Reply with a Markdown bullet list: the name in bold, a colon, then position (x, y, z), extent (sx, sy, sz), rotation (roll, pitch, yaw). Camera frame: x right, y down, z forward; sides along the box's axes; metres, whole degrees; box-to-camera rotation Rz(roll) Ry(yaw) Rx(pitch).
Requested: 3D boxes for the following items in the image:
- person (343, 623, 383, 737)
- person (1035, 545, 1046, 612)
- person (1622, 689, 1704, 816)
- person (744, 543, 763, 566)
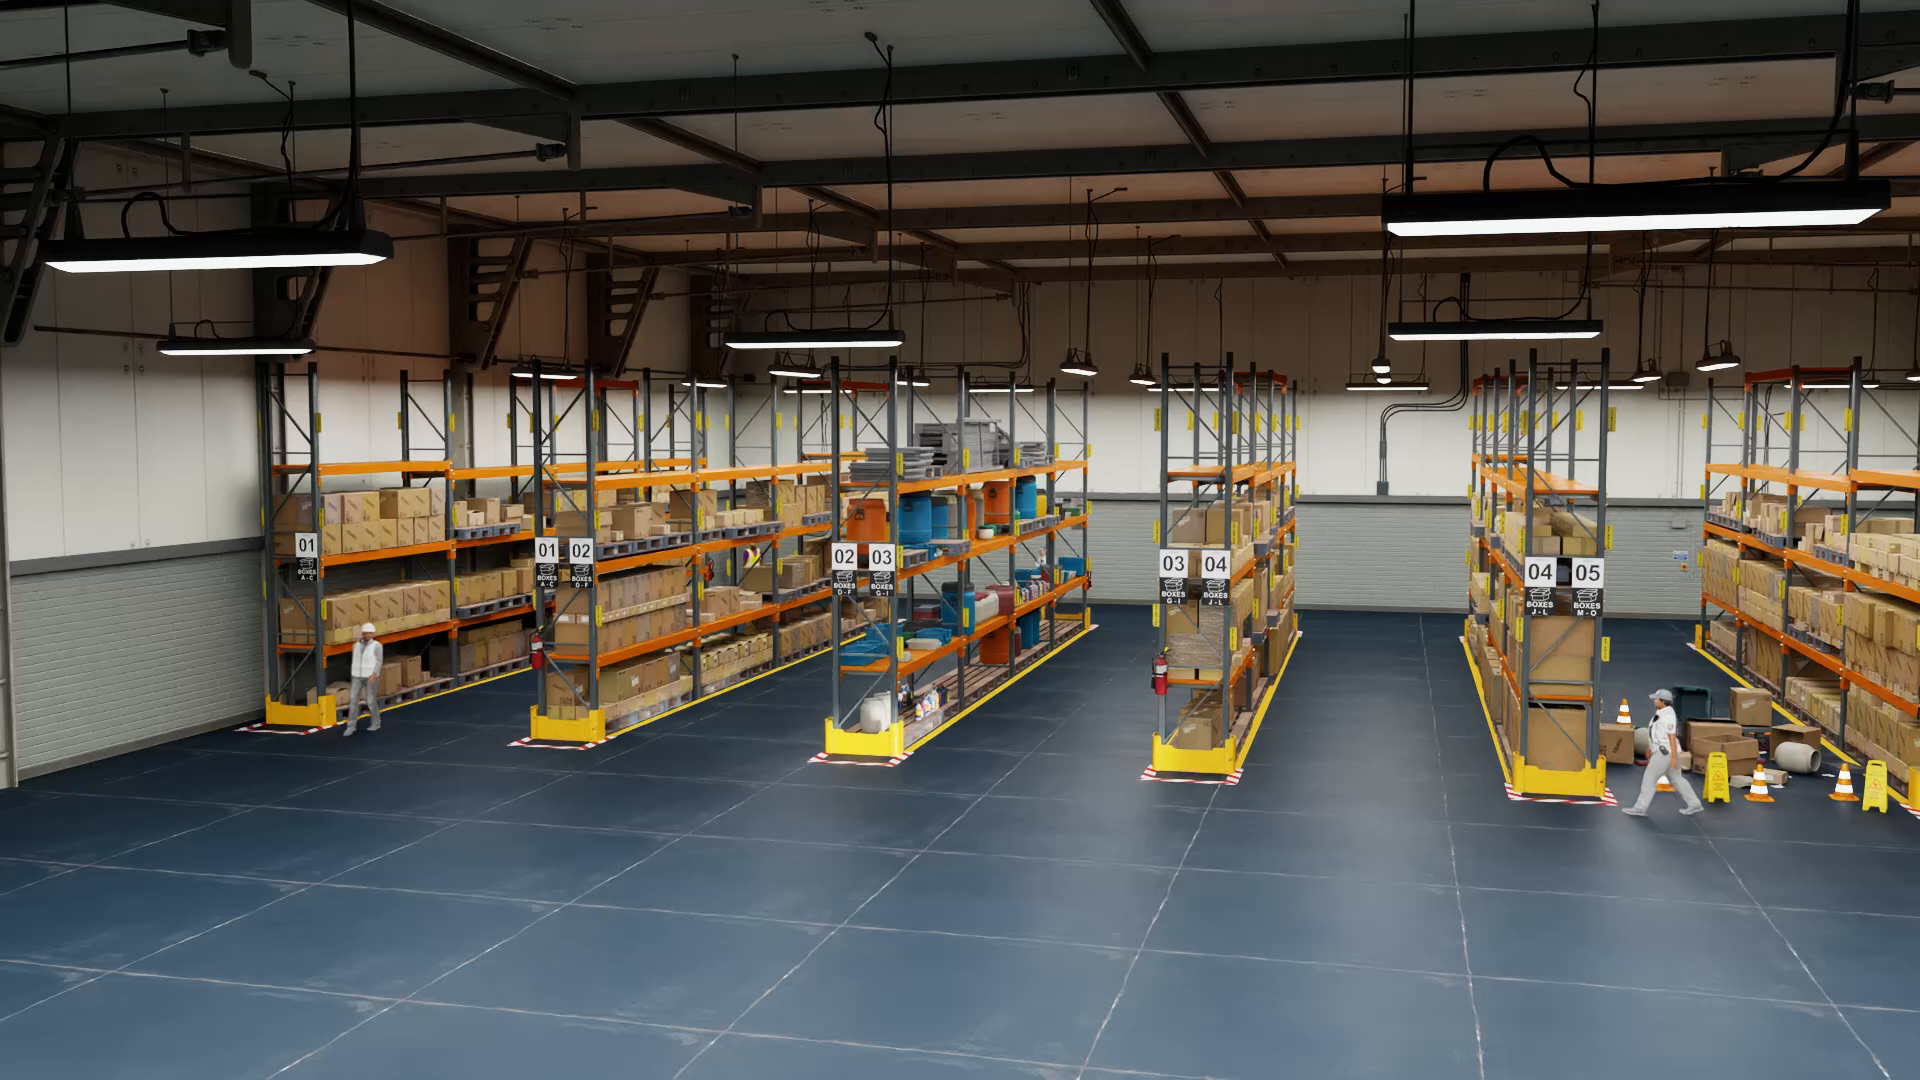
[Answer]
- **person**: position (-9.653, 2.245, 26.855), extent (0.562, 1.780, 0.722), rotation (0, 4, 4)
- **person**: position (2.163, 1.049, 43.848), extent (0.488, 1.824, 0.596), rotation (-1, 4, -13)
- **person**: position (8.946, 2.692, 21.123), extent (0.970, 1.606, 0.501), rotation (1, 4, 20)
- **person**: position (-5.860, 0.827, 46.978), extent (0.571, 1.737, 0.885), rotation (-3, 5, -36)
